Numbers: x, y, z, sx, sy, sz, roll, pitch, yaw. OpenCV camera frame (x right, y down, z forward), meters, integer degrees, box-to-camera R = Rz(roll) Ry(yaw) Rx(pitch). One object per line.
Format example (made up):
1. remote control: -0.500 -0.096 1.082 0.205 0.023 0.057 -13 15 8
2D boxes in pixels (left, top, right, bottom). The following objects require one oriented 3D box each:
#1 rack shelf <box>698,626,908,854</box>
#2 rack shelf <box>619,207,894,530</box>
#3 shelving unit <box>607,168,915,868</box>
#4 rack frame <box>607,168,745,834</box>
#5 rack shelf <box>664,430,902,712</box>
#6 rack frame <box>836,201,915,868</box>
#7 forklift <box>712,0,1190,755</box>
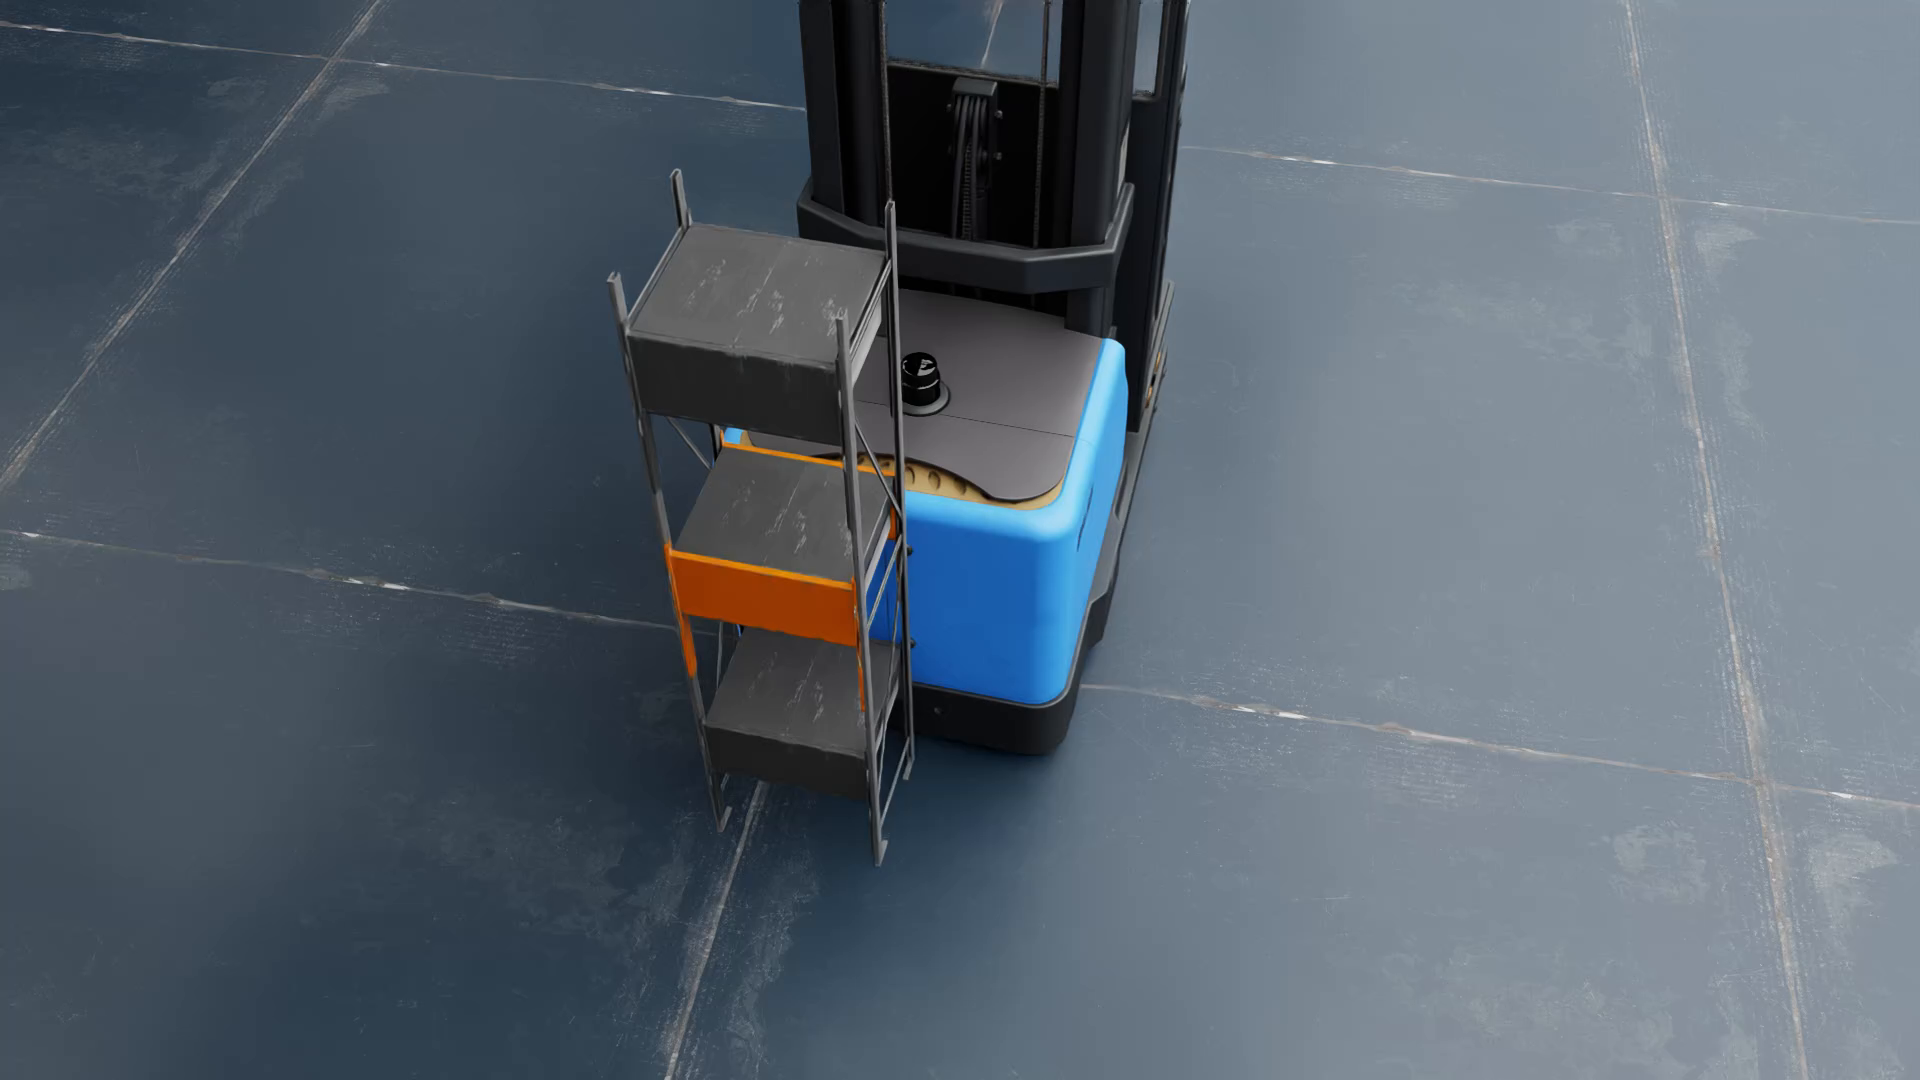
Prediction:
1. rack shelf: -0.431 0.549 4.804 0.480 0.518 0.431 10 49 9
2. rack shelf: -0.431 -0.386 3.763 0.480 0.518 0.431 10 49 9
3. shelving unit: -0.431 0.072 4.273 0.503 2.100 0.431 10 49 9
4. rack frame: -0.668 0.029 4.312 0.015 2.100 0.400 10 49 9
5. rack shelf: -0.431 0.082 4.283 0.480 0.518 0.431 10 49 9
6. rack frame: -0.194 0.116 4.234 0.015 2.100 0.400 10 49 9
7. forklift: 0.154 -1.447 5.080 1.130 2.935 3.031 10 49 9
